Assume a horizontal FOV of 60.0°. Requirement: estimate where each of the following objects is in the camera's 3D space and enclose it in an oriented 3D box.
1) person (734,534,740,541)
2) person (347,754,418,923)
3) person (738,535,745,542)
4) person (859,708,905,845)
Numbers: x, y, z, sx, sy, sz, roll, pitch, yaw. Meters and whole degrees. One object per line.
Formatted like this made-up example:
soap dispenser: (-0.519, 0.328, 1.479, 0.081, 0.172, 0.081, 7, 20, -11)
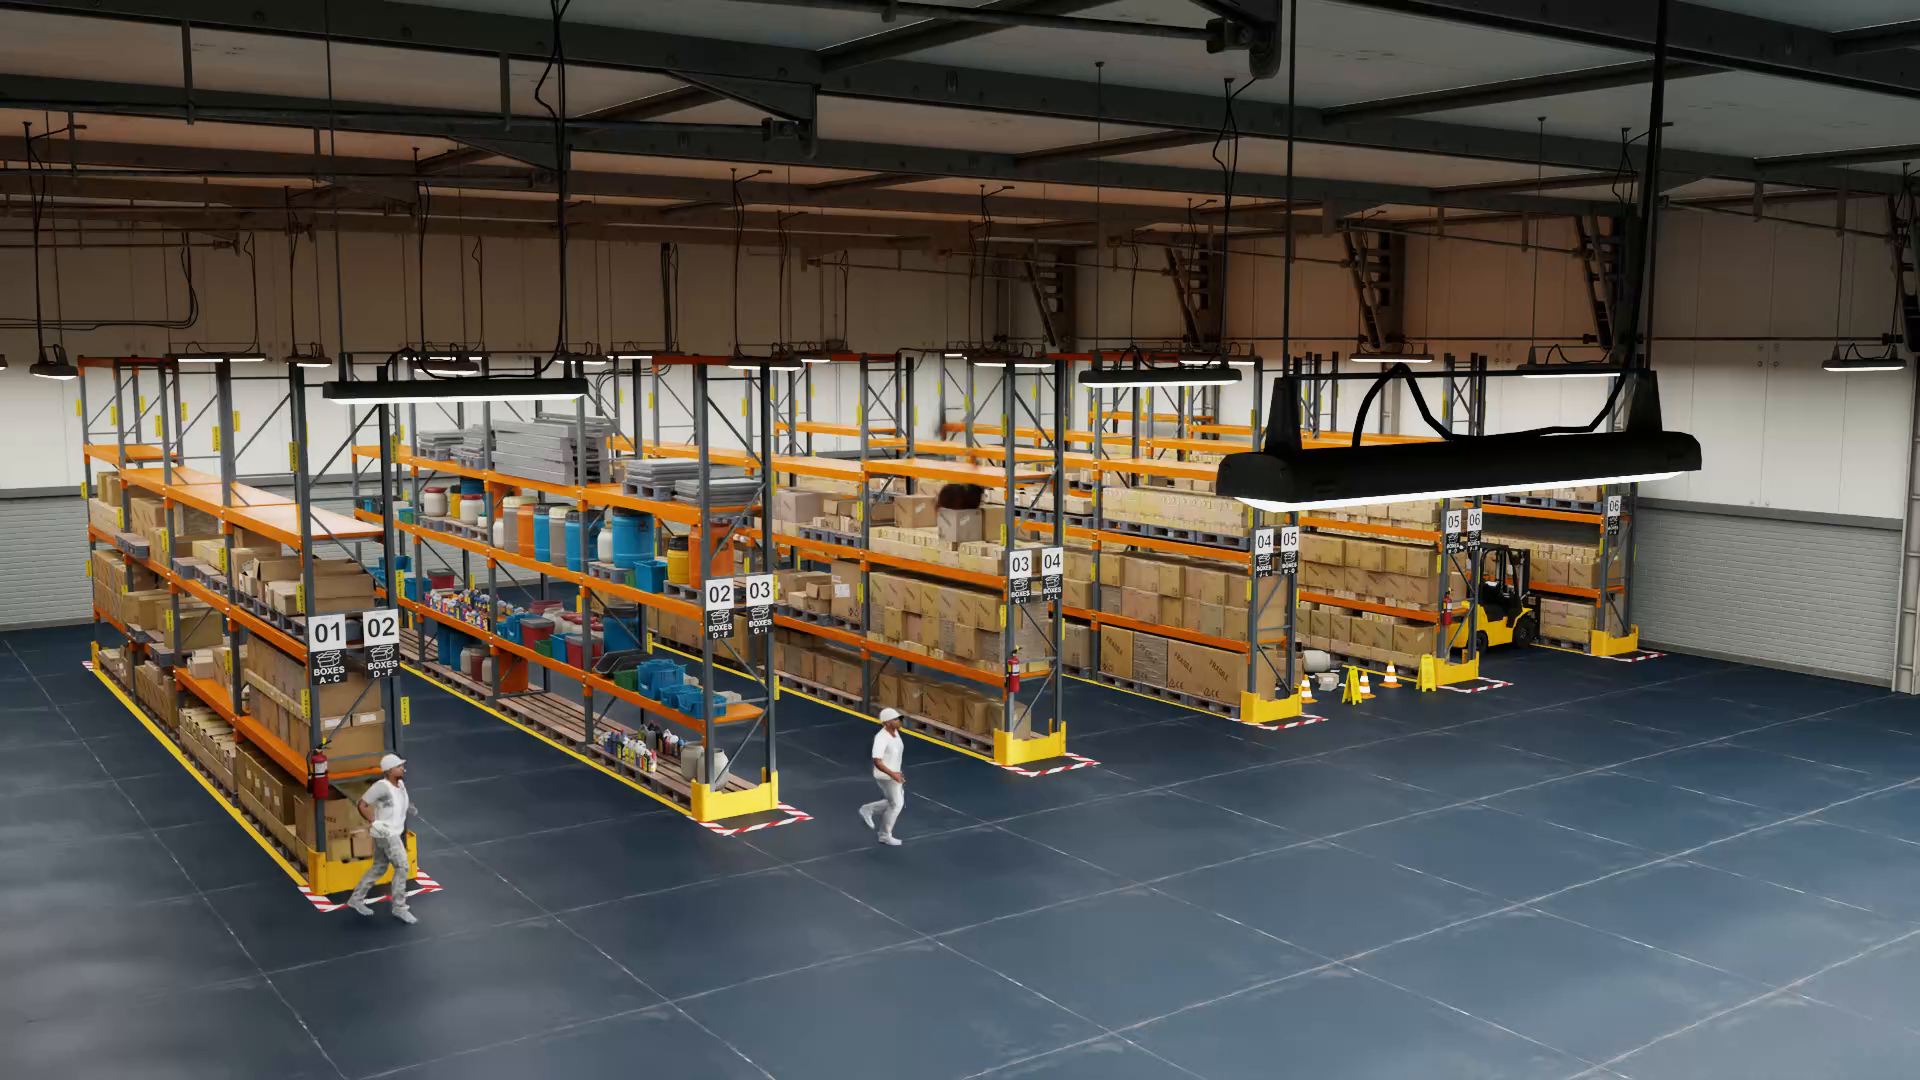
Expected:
person: (-5.457, 0.650, 40.209, 0.618, 1.687, 0.725, 3, 7, 23)
person: (-6.328, 3.250, 18.228, 0.777, 1.835, 0.676, -1, 7, -7)
person: (-5.637, 0.446, 41.485, 0.590, 1.719, 0.869, -3, 7, -20)
person: (-0.968, 2.958, 20.906, 0.654, 1.743, 0.705, 1, 7, 11)
